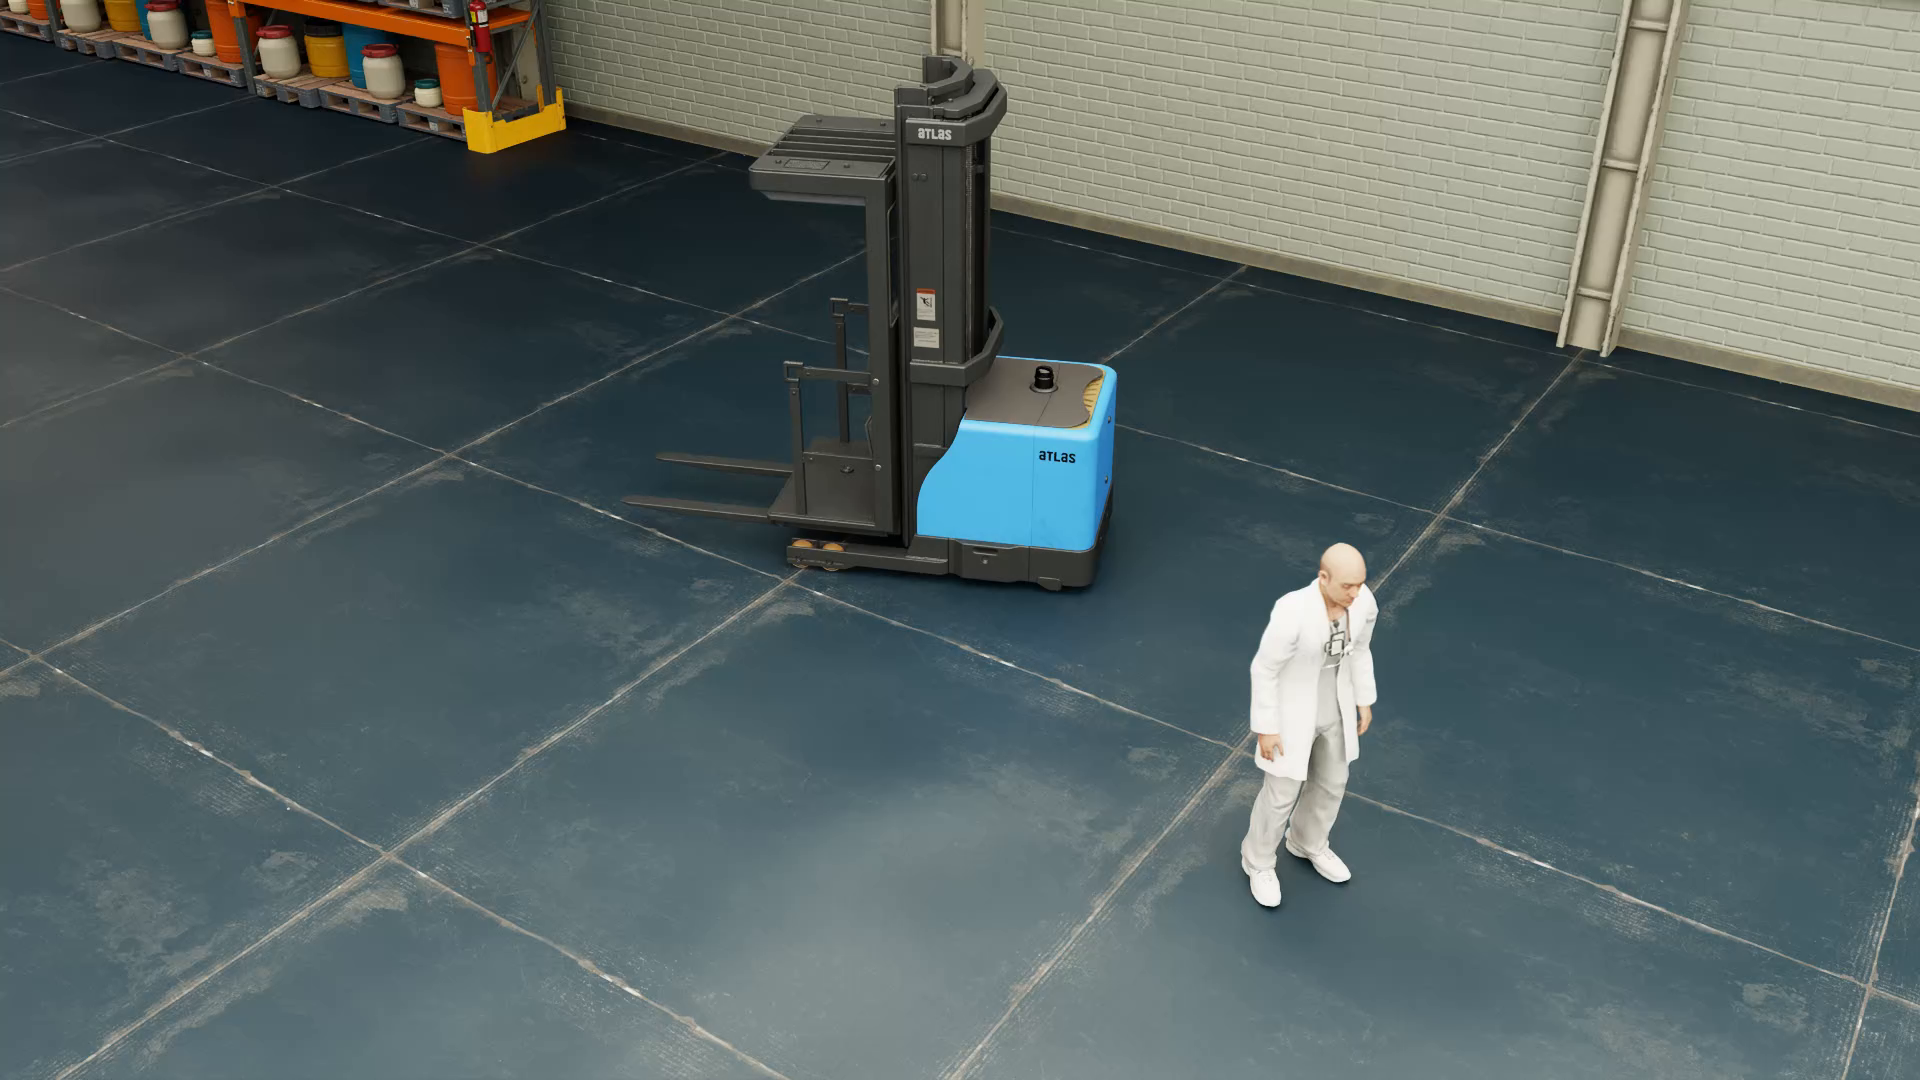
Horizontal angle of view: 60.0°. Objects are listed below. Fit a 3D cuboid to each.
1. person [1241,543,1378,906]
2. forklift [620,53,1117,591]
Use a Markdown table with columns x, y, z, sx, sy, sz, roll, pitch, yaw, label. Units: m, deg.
| x | y | z | sx | sy | sz | roll | pitch | yaw | label |
| --- | --- | --- | --- | --- | --- | --- | --- | --- | --- |
| 1.565 | 0.780 | 7.390 | 0.642 | 1.775 | 0.421 | -13 | 33 | -22 | person |
| -0.596 | -1.330 | 9.871 | 3.031 | 2.935 | 1.130 | 6 | 31 | 10 | forklift |
